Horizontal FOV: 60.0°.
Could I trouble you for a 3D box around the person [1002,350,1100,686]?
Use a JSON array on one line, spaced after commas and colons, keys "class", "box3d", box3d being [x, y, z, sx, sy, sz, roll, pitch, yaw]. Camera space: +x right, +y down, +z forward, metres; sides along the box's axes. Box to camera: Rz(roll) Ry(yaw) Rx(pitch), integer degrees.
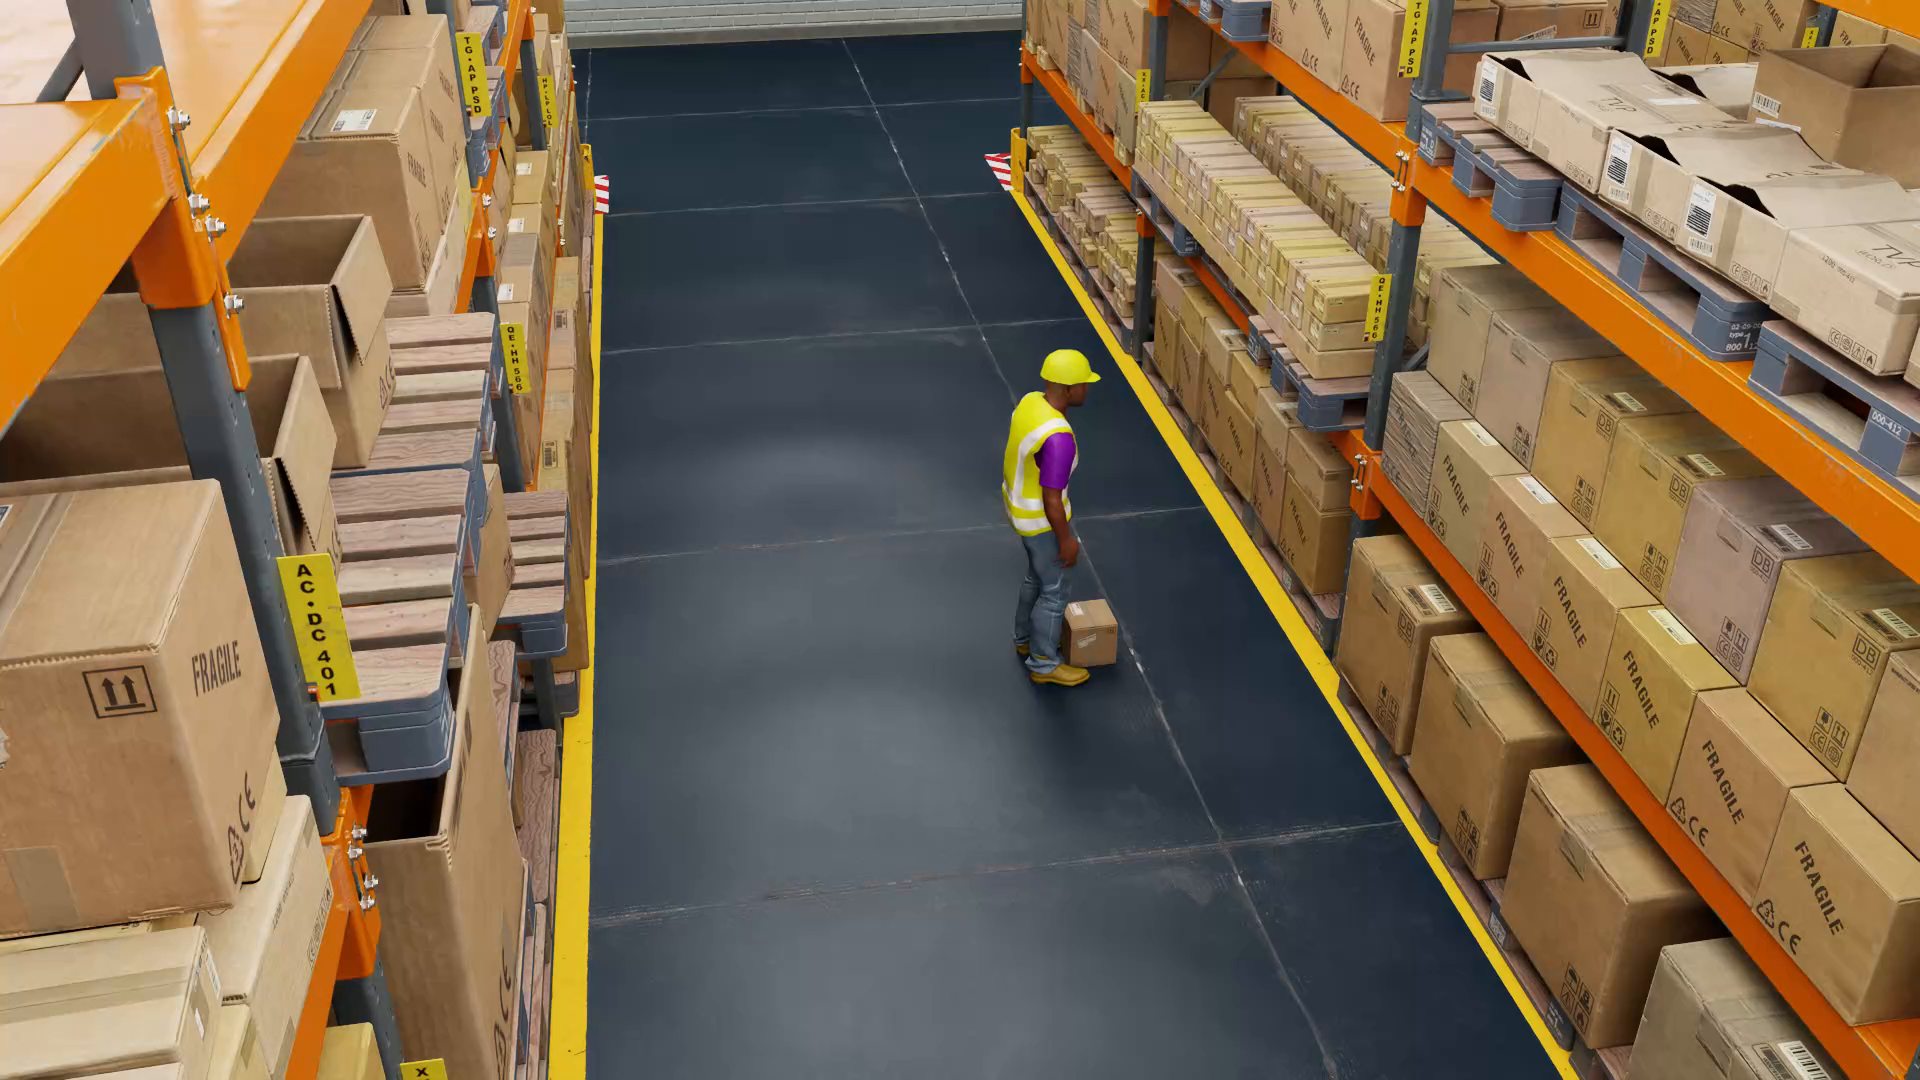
[{"class": "person", "box3d": [0.451, -0.126, 8.336, 0.456, 1.758, 0.627, -5, 31, -9]}]
